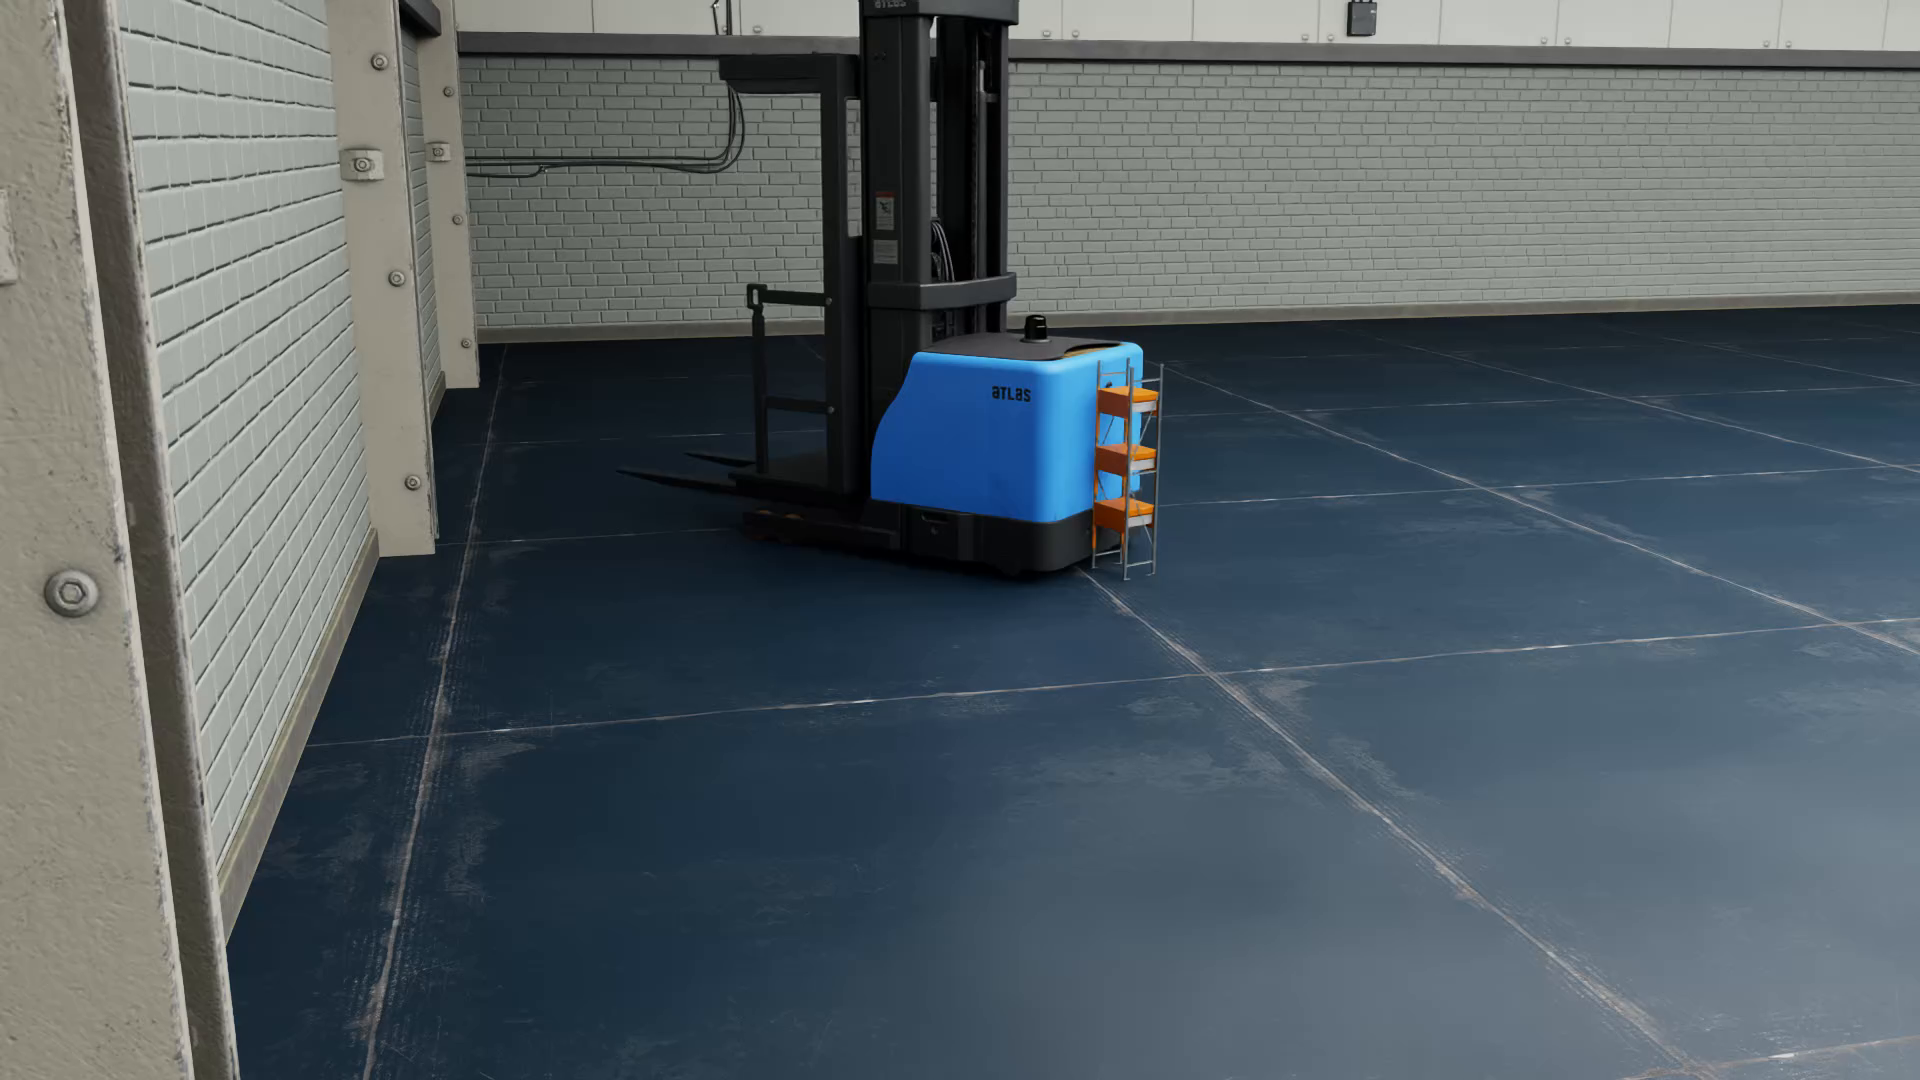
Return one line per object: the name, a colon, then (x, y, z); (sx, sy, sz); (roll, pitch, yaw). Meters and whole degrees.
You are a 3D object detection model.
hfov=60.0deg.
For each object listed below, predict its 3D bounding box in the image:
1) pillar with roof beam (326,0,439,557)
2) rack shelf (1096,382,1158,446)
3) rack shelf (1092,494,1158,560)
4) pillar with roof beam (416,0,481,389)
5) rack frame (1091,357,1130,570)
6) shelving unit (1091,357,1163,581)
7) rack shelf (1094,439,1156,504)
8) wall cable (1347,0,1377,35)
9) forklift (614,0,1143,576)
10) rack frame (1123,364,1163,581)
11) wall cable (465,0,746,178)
pillar with roof beam: (1.260, -4.577, 8.699); (9.100, 9.000, 0.400); (-3, 14, -13)
rack shelf: (0.817, -0.613, 8.064); (0.215, 0.259, 0.240); (-9, 17, -34)
rack shelf: (0.812, -0.069, 8.204); (0.215, 0.259, 0.240); (-9, 17, -34)
pillar with roof beam: (-0.150, -5.961, 14.365); (9.100, 9.000, 0.400); (-3, 14, -13)
rack frame: (0.745, -0.374, 8.229); (0.200, 1.050, 0.008); (-9, 17, -34)
shelving unit: (0.814, -0.348, 8.132); (0.215, 1.050, 0.252); (-9, 17, -34)
rack shelf: (0.814, -0.338, 8.135); (0.215, 0.259, 0.240); (-9, 17, -34)
wall cable: (5.491, -8.652, 18.213); (2.305, 6.003, 0.169); (-3, 14, -13)
forklift: (-0.562, -1.491, 8.855); (3.031, 2.935, 1.130); (9, 16, 31)
rack frame: (0.884, -0.323, 8.035); (0.200, 1.050, 0.008); (-9, 17, -34)
wall cable: (-3.741, -4.966, 16.834); (3.097, 2.526, 0.112); (-3, 14, -13)
